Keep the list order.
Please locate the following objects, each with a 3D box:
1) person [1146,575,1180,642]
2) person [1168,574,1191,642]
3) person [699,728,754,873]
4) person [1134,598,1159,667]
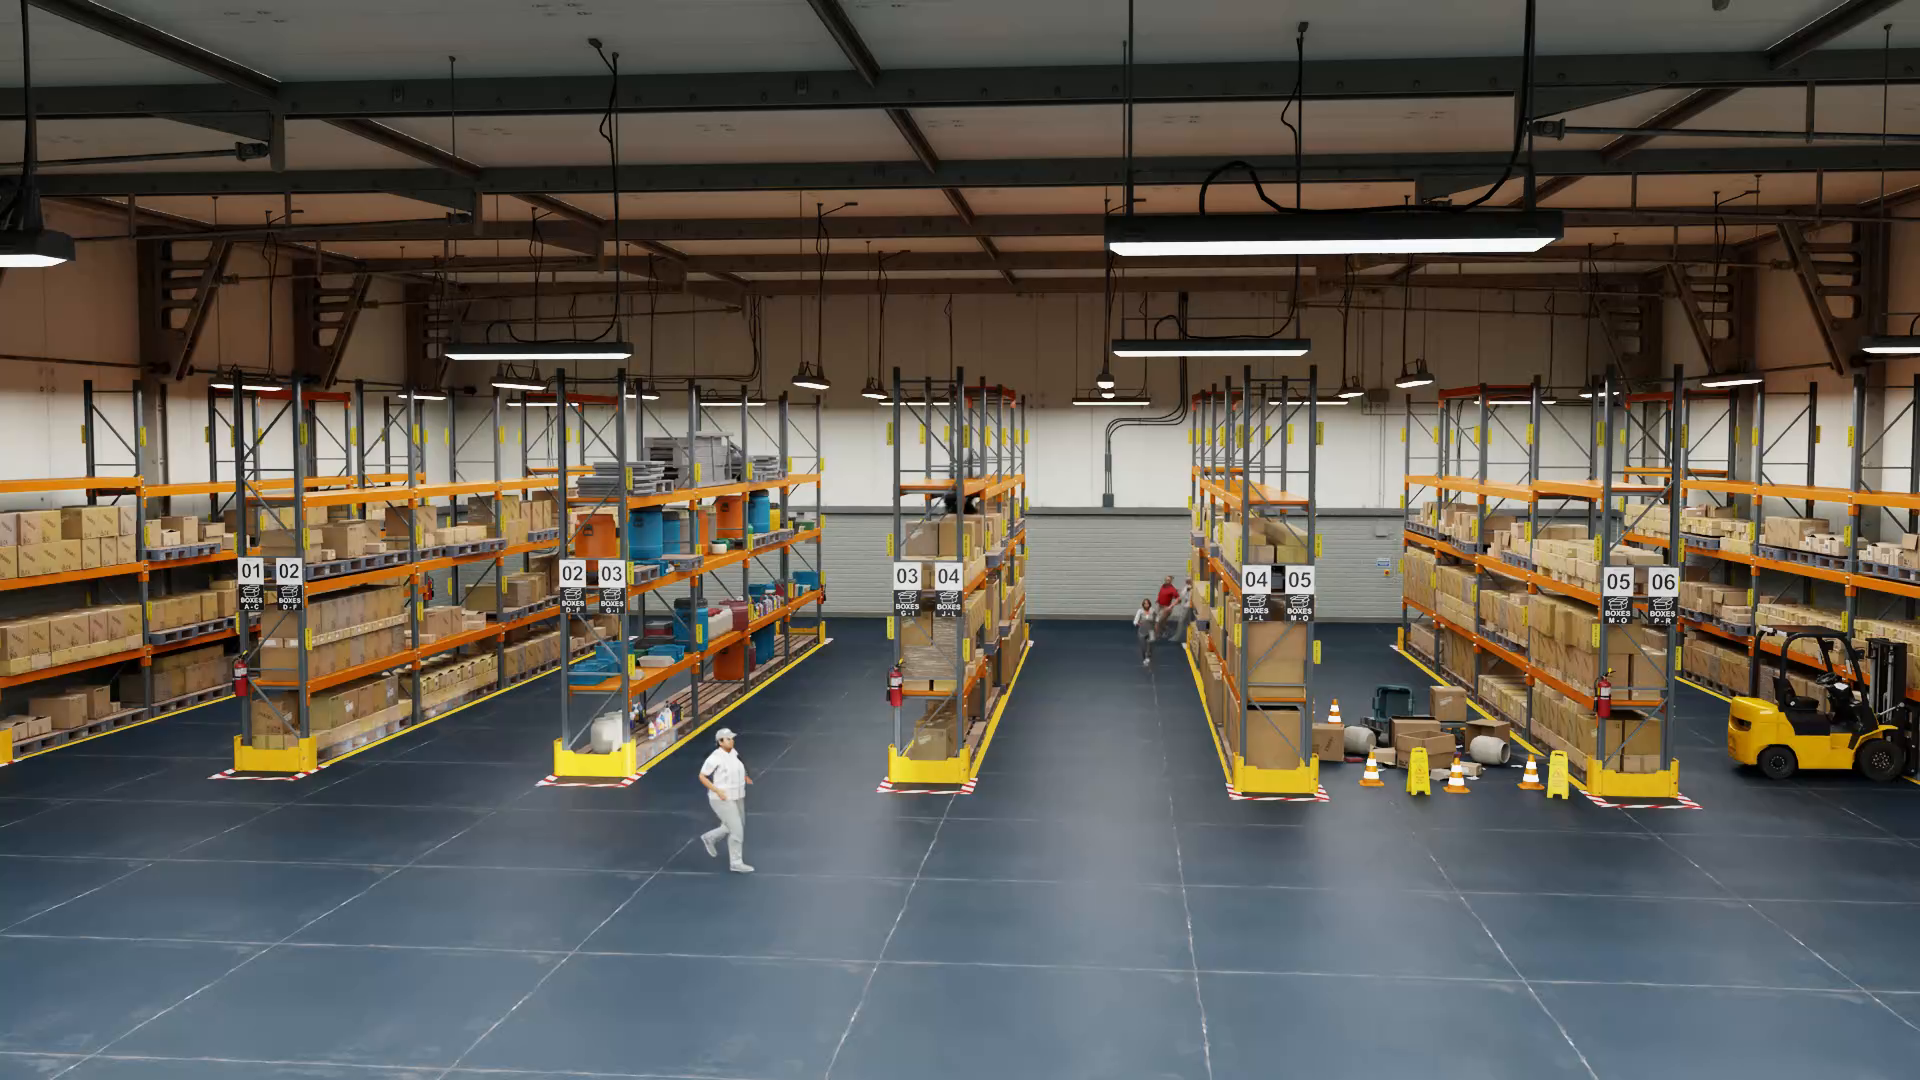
[{"bbox_3d":[5.003,1.671,40.478,0.708,1.643,0.813,-2,4,-27],"label":"person"},{"bbox_3d":[5.552,1.645,40.483,0.925,1.667,0.661,-1,4,-15],"label":"person"},{"bbox_3d":[-2.711,2.990,19.225,0.784,1.632,0.620,2,4,27],"label":"person"},{"bbox_3d":[3.932,1.974,35.072,0.545,1.507,0.905,0,4,5],"label":"person"}]
